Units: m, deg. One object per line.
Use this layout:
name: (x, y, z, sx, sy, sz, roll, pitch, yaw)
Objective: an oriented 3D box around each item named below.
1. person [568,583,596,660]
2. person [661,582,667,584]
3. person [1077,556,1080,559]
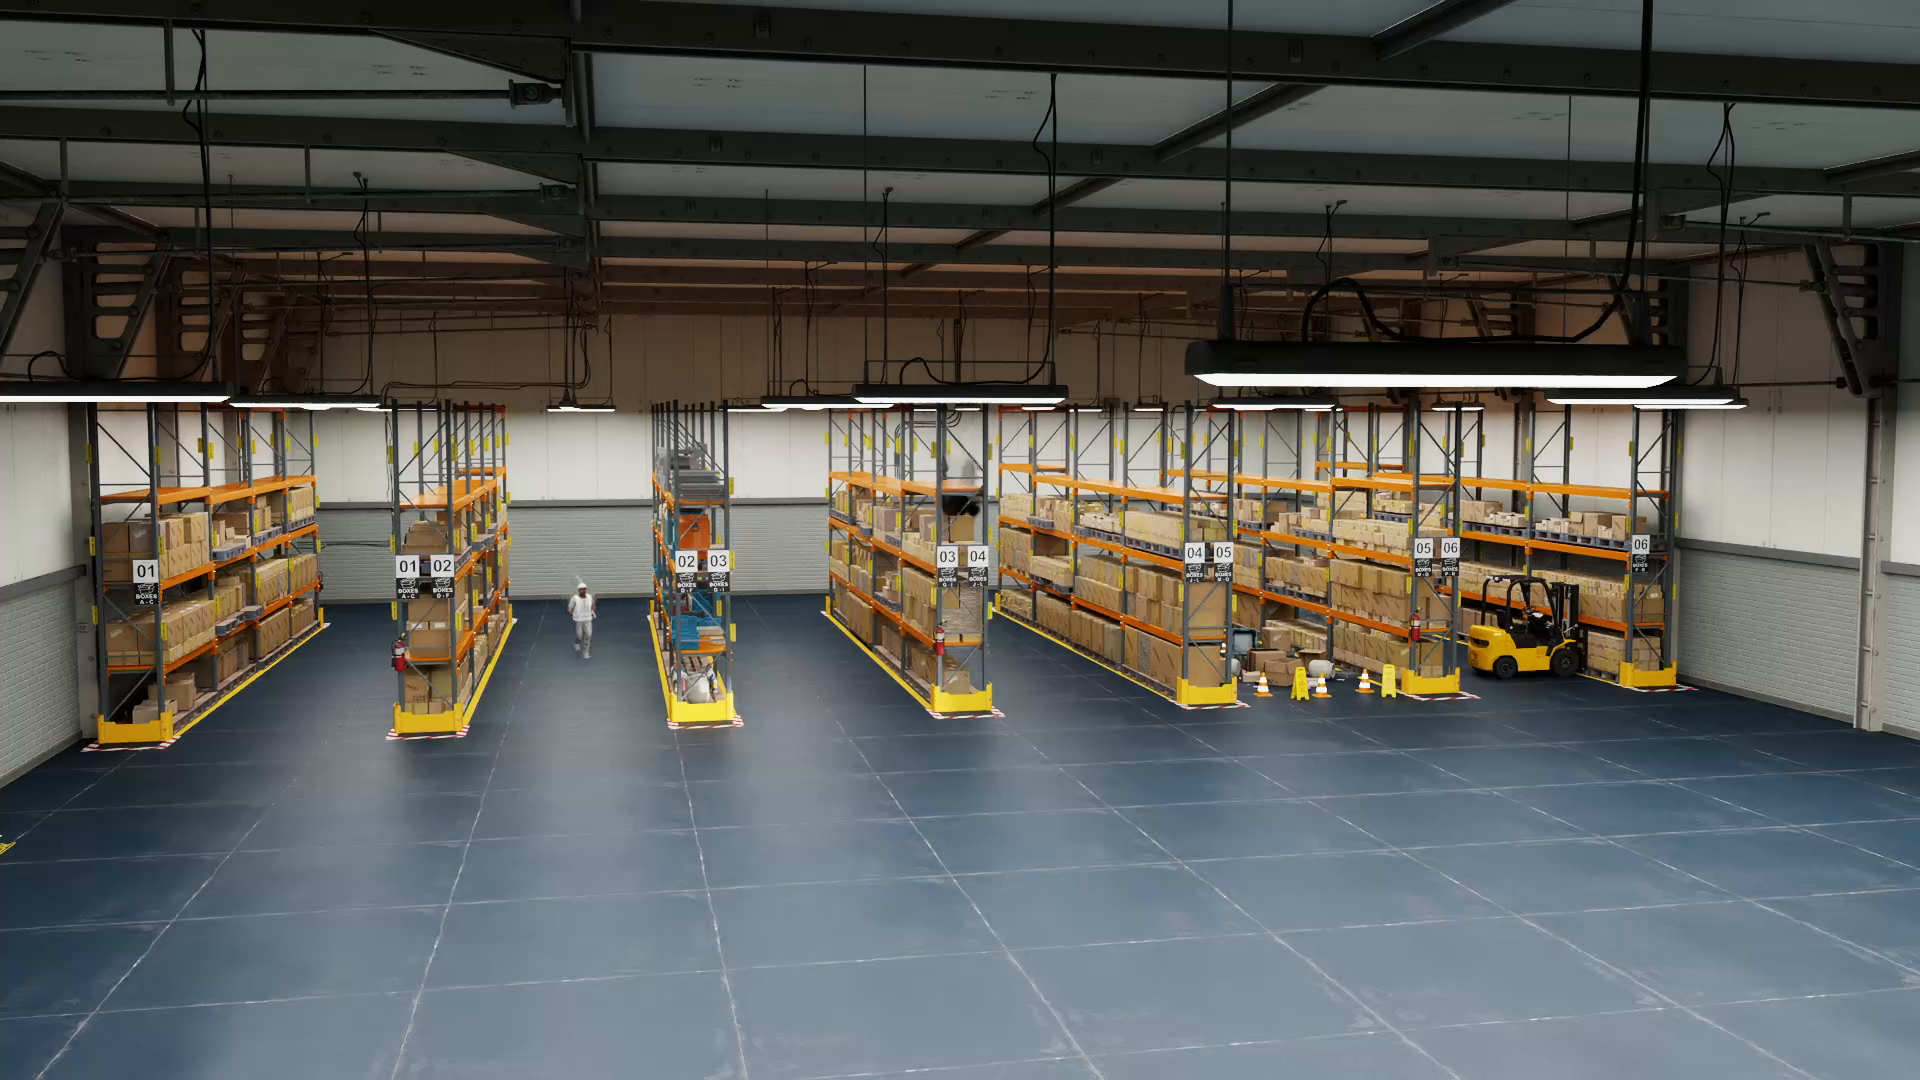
person: (-8.877, 1.899, 39.148, 0.682, 1.766, 0.855, -2, 5, -27)
person: (0.963, 1.629, 43.469, 17.243, 1.652, 1.603, -1, 5, -18)
person: (3.367, 1.278, 48.175, 0.570, 1.633, 0.549, -1, 5, -18)
